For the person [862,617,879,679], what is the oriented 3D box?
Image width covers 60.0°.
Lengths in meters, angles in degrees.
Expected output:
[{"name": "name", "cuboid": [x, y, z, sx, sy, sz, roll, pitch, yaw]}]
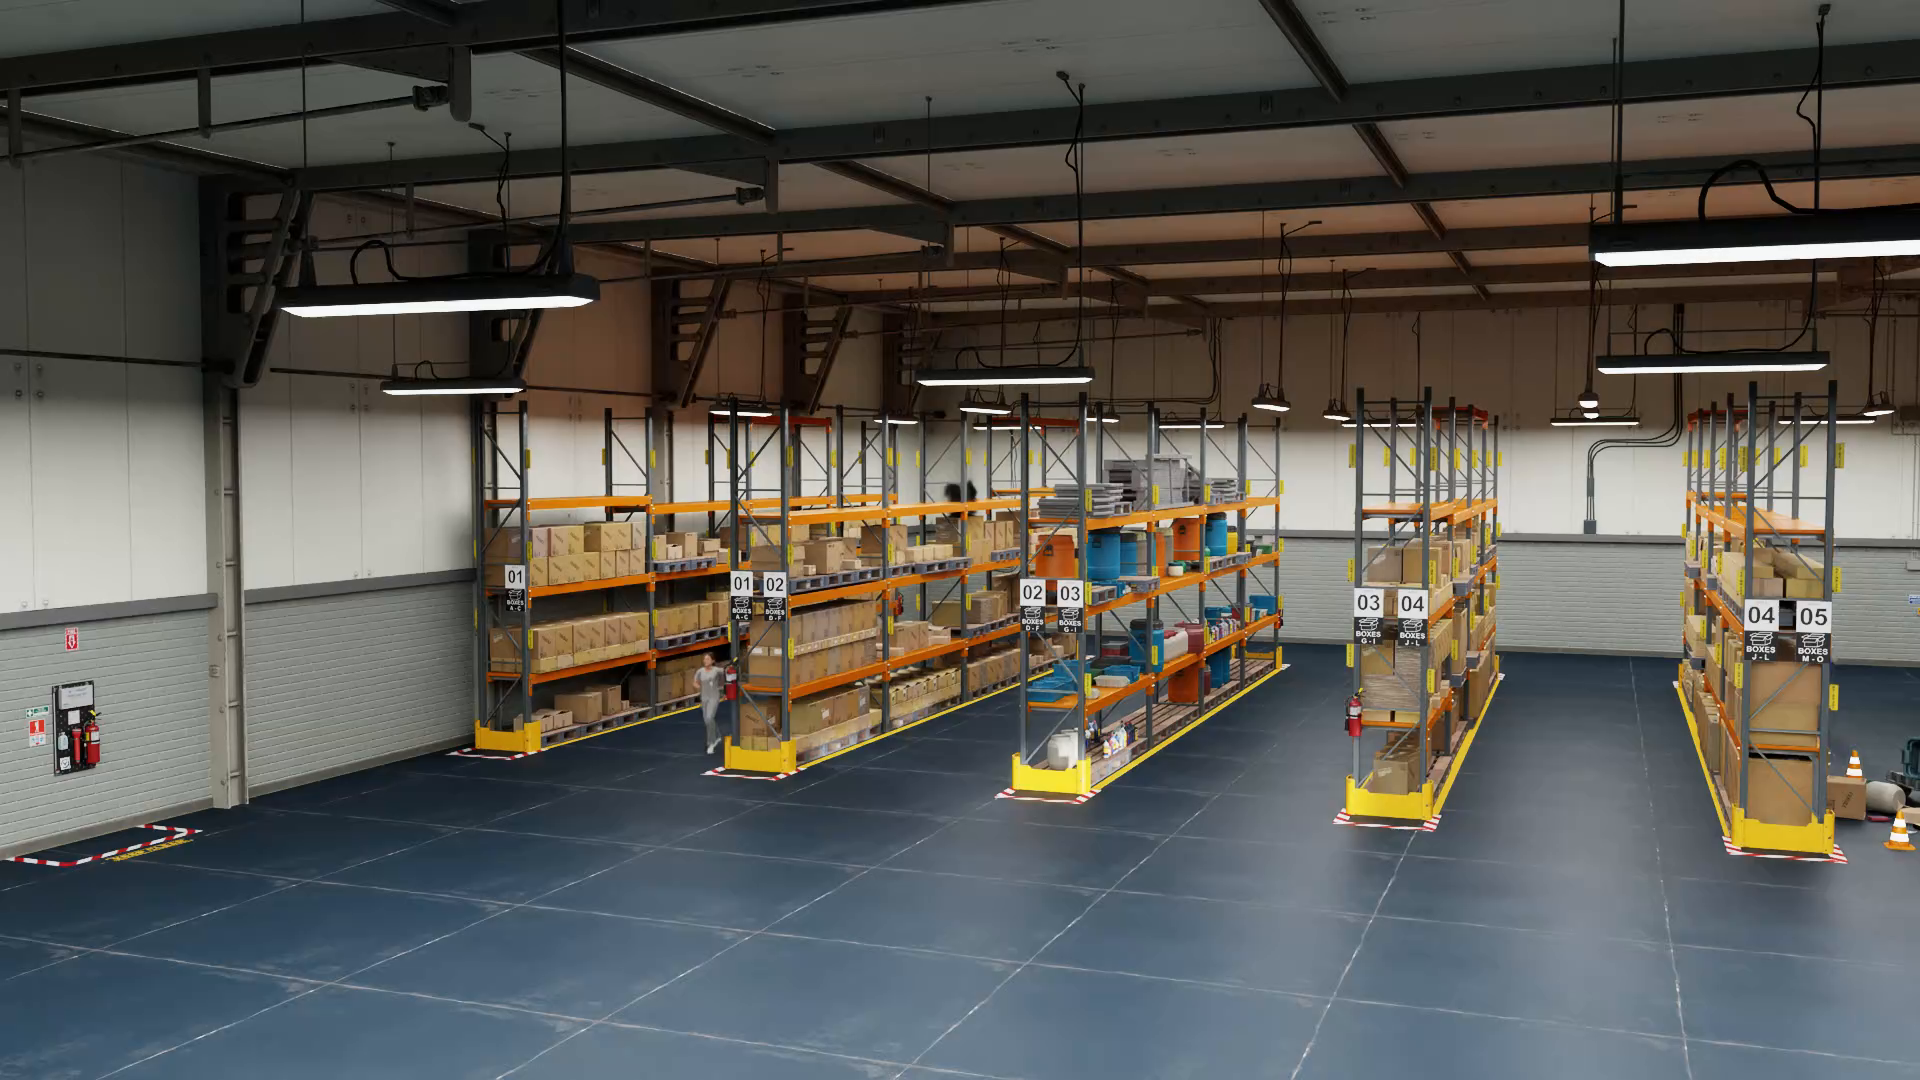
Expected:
[{"name": "person", "cuboid": [-2.088, 2.201, 36.453, 0.545, 1.655, 0.801, 1, 3, 19]}]

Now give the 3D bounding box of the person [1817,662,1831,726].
[{"name": "person", "cuboid": [15.995, 2.662, 31.143, 0.544, 1.638, 0.651, 1, 3, 21]}]

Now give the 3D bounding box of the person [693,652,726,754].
[{"name": "person", "cuboid": [-4.276, 2.774, 28.485, 0.575, 1.718, 0.764, 1, 3, 19]}]
